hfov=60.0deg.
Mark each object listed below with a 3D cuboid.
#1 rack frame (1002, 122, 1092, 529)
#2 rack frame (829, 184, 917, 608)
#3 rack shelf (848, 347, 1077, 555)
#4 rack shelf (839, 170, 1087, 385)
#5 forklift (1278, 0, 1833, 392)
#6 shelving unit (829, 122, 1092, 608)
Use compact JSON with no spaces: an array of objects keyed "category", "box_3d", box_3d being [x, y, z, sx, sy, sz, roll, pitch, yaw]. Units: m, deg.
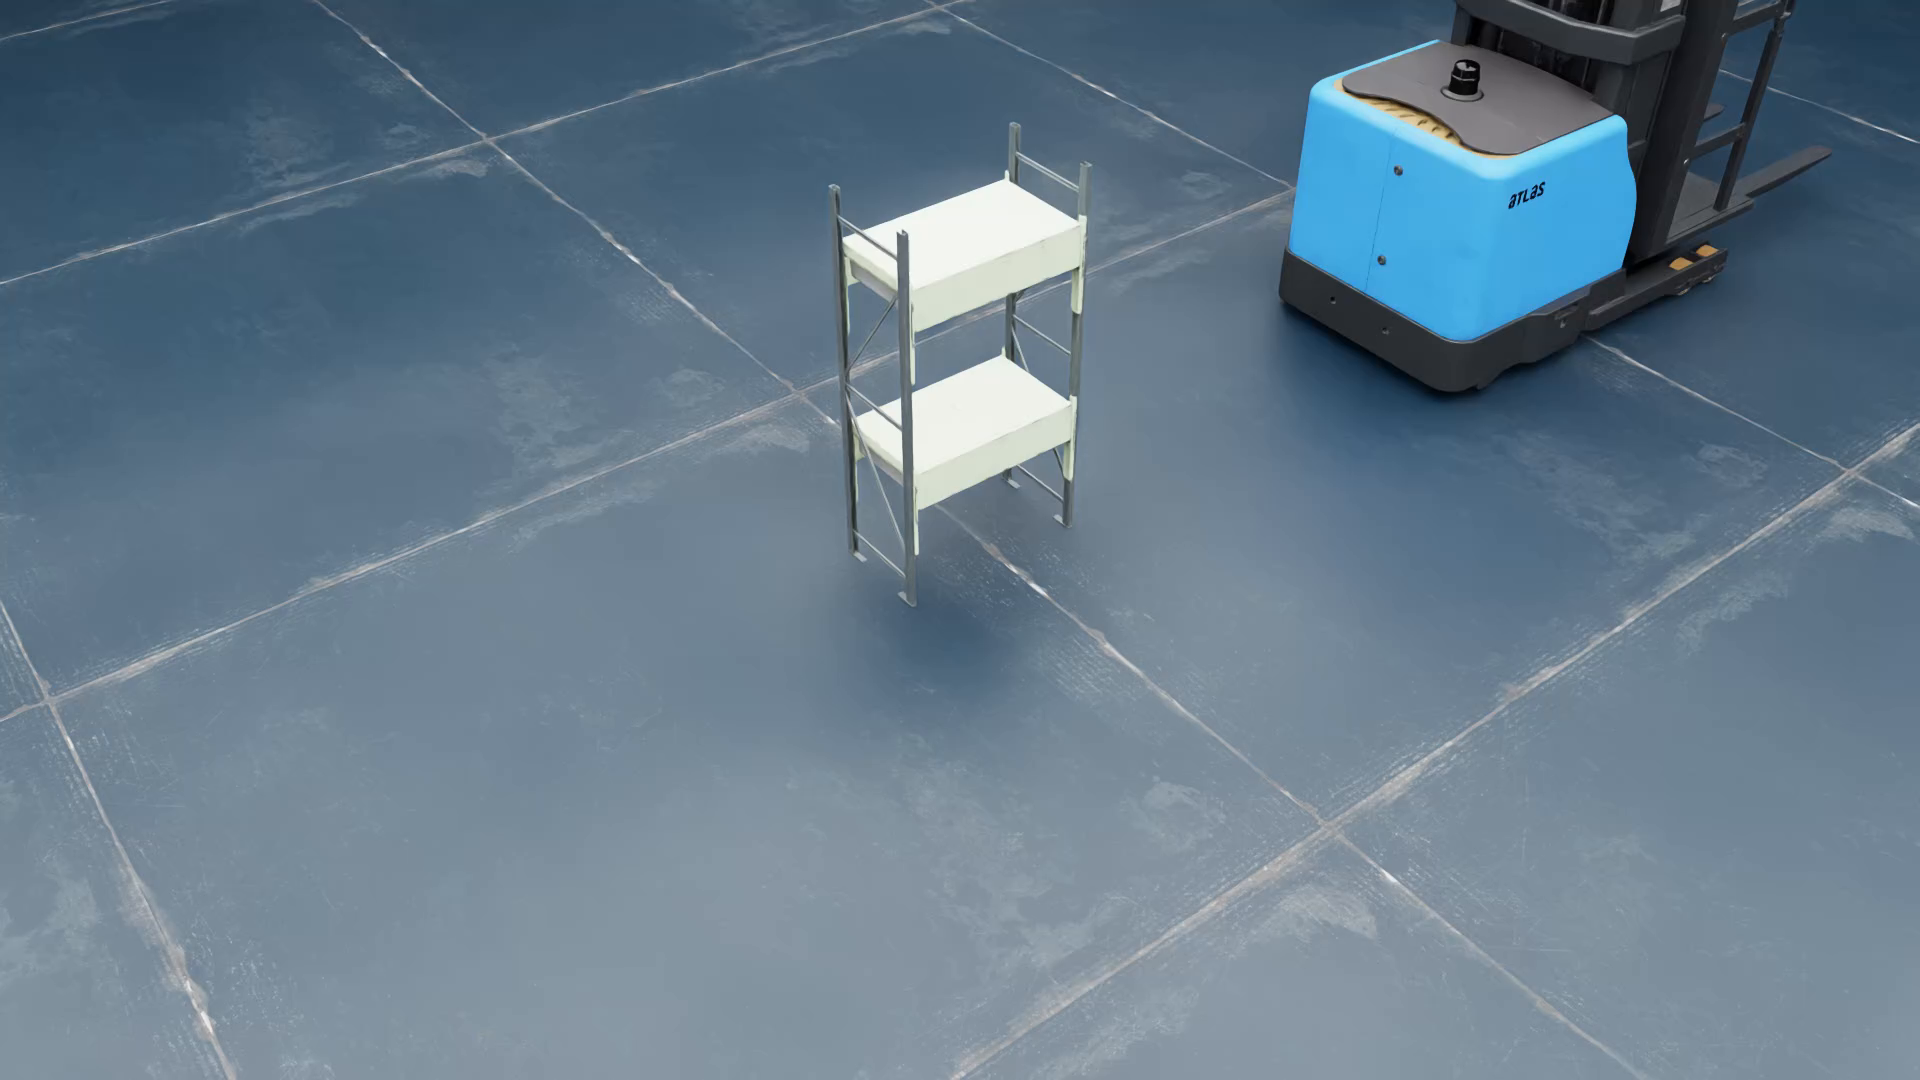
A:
[{"category":"rack frame","box_3d":[0.295,-0.724,5.950,0.023,1.500,0.400,-26,46,-28]},{"category":"rack frame","box_3d":[-0.285,-0.441,5.605,0.023,1.500,0.400,-26,46,-28]},{"category":"rack shelf","box_3d":[0.005,-0.330,5.984,0.720,0.370,0.431,-26,46,-28]},{"category":"rack shelf","box_3d":[0.005,-0.884,5.530,0.720,0.370,0.431,-26,46,-28]},{"category":"forklift","box_3d":[2.922,-2.500,6.986,3.031,2.935,1.130,-25,46,-27]},{"category":"shelving unit","box_3d":[0.005,-0.582,5.777,0.755,1.500,0.431,-26,46,-28]}]
